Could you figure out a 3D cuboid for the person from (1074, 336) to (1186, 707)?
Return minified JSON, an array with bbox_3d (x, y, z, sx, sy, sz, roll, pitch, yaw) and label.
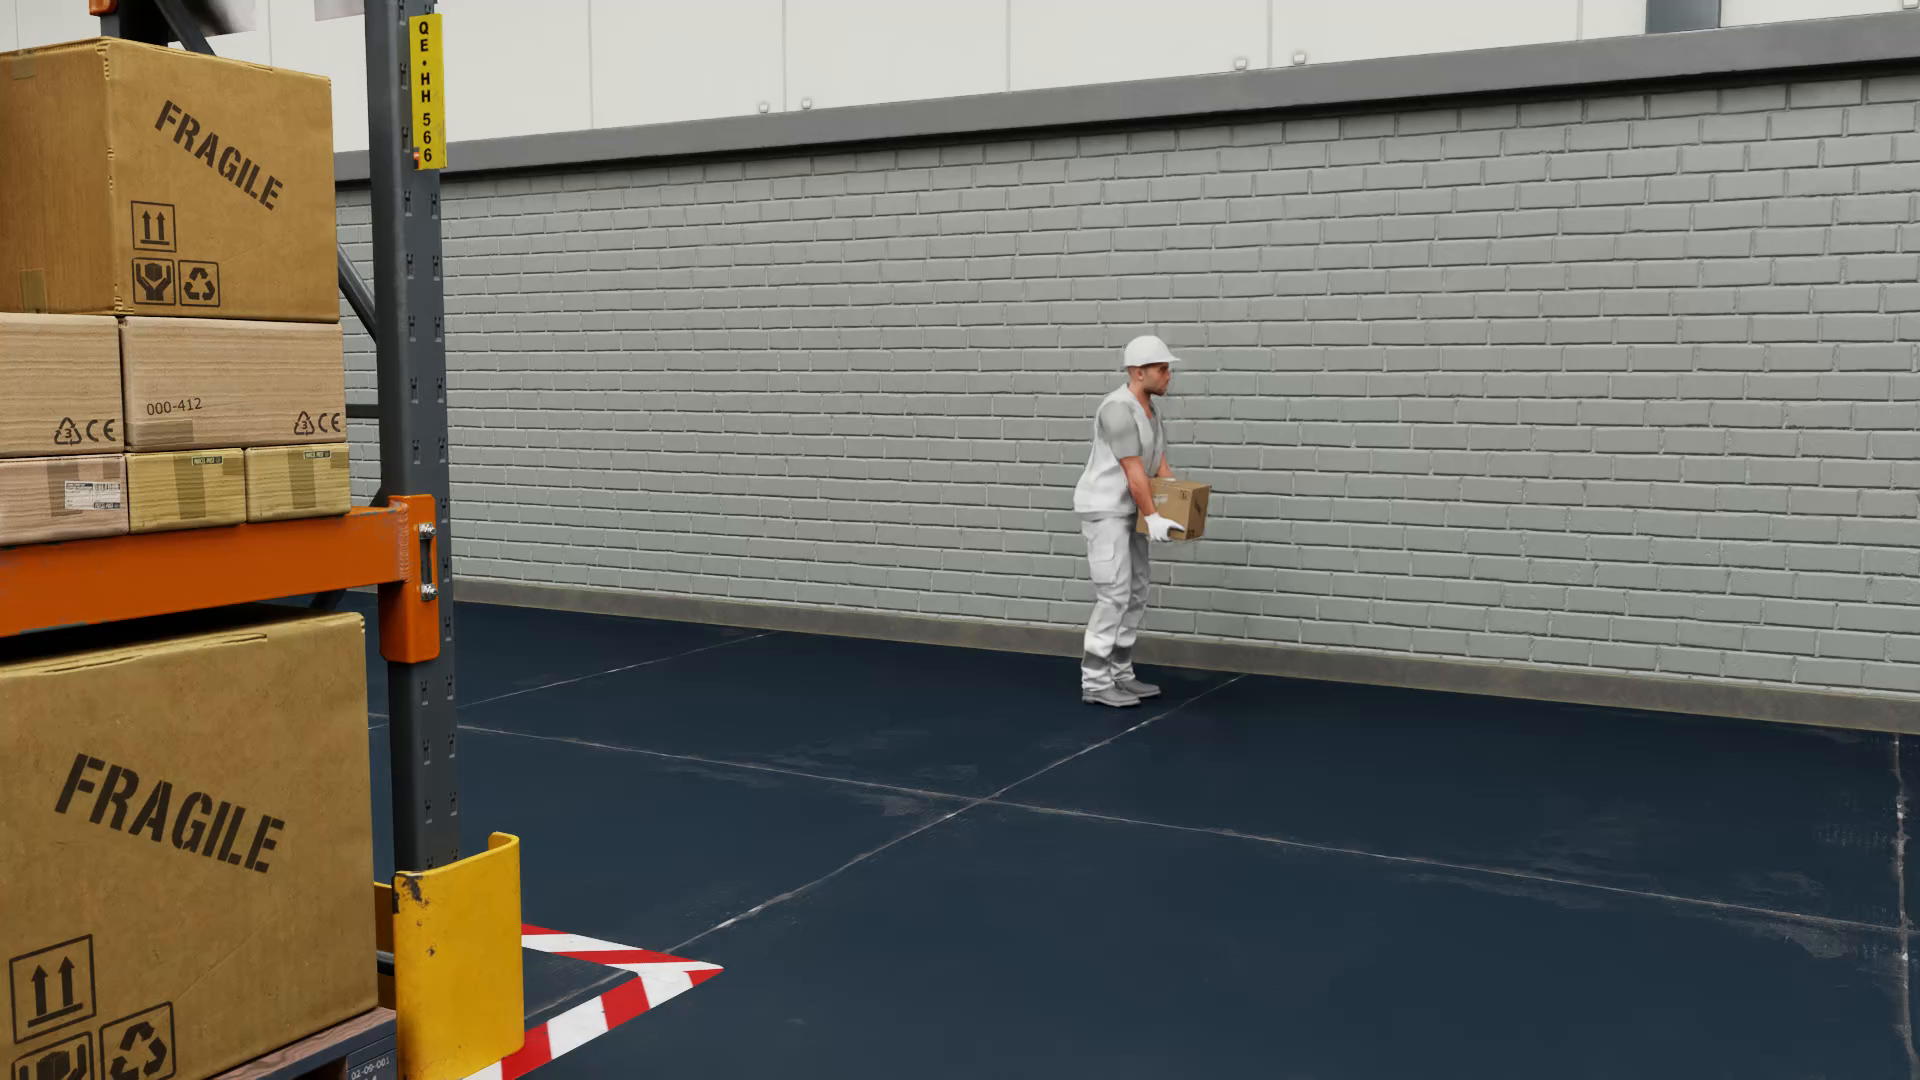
[{"bbox_3d":[0.856,-0.094,7.994,0.587,1.762,0.489,3,7,27],"label":"person"}]
